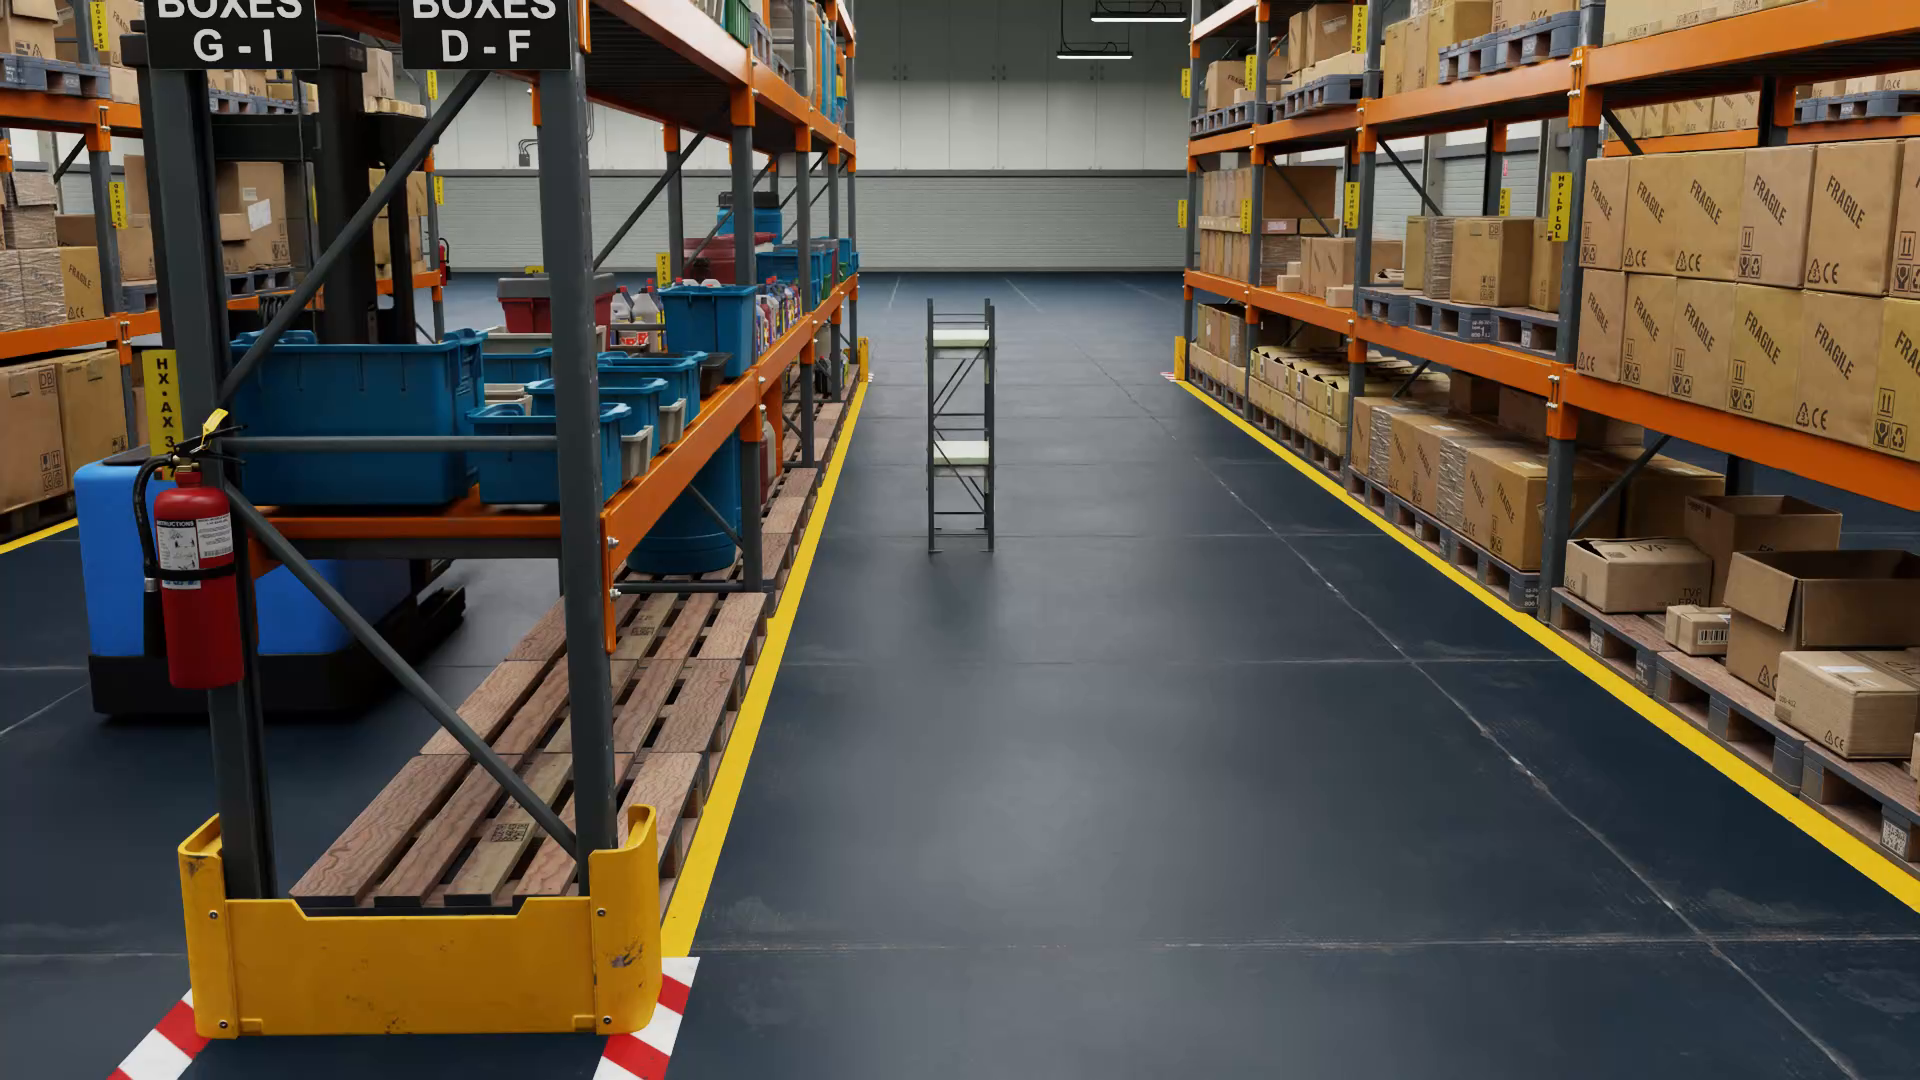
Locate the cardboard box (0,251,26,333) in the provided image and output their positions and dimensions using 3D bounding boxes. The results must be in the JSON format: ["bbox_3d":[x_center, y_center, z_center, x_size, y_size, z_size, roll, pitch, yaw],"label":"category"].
[{"bbox_3d":[-6.253,-1.553,10.416,0.500,0.500,0.500,-1,11,-3],"label":"cardboard box"}]

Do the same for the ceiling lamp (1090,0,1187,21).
[{"bbox_3d":[3.730,-12.484,34.778,2.000,3.185,0.800,0,11,-1],"label":"ceiling lamp"}]

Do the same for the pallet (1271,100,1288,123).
[{"bbox_3d":[3.324,-3.839,14.875,0.805,0.209,1.217,-1,11,-3],"label":"pallet"}]

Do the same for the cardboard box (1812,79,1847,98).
[{"bbox_3d":[8.176,-4.275,15.235,0.500,0.500,0.500,1,12,7],"label":"cardboard box"}]

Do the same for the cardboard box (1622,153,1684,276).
[{"bbox_3d":[3.197,-1.390,7.098,0.500,0.500,0.500,-1,11,-3],"label":"cardboard box"}]

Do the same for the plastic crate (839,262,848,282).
[{"bbox_3d":[-1.406,-2.786,17.279,0.450,0.188,0.662,0,11,-1],"label":"plastic crate"}]

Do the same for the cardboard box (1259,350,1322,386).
[{"bbox_3d":[3.057,-1.589,15.294,0.500,0.311,0.500,0,11,-2],"label":"cardboard box"}]

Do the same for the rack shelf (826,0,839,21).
[{"bbox_3d":[-1.619,-4.612,13.477,1.077,0.370,4.000,0,11,-1],"label":"rack shelf"}]

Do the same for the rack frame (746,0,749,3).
[{"bbox_3d":[-1.495,-3.968,7.487,1.000,3.000,0.127,0,11,-1],"label":"rack frame"}]

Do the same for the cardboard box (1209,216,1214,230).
[{"bbox_3d":[3.017,-3.569,18.724,0.380,0.149,0.250,0,11,-2],"label":"cardboard box"}]

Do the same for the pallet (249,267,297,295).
[{"bbox_3d":[-6.742,-2.352,15.089,1.003,0.211,1.213,0,11,-1],"label":"pallet"}]

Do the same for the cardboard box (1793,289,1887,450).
[{"bbox_3d":[3.240,-0.592,5.681,0.500,0.500,0.500,0,11,-1],"label":"cardboard box"}]

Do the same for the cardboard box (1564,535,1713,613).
[{"bbox_3d":[3.250,0.139,7.988,0.500,0.311,0.500,0,11,-1],"label":"cardboard box"}]

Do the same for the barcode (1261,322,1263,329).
[{"bbox_3d":[2.881,-2.047,15.869,0.001,0.075,0.075,0,11,-1],"label":"barcode"}]

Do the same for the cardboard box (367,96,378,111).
[{"bbox_3d":[-6.398,-4.618,17.608,0.380,0.149,0.250,-1,11,-4],"label":"cardboard box"}]

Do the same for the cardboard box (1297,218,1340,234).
[{"bbox_3d":[3.481,-3.059,16.211,0.380,0.149,0.250,0,11,-1],"label":"cardboard box"}]

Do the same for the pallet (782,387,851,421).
[{"bbox_3d":[-1.632,-1.386,16.858,1.003,0.211,1.213,0,11,-1],"label":"pallet"}]

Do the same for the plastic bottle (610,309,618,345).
[{"bbox_3d":[-1.826,-1.044,8.475,0.152,0.276,0.135,0,11,-1],"label":"plastic bottle"}]

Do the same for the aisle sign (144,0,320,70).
[{"bbox_3d":[-1.703,-1.492,3.829,0.394,0.787,0.004,0,11,-1],"label":"aisle sign"}]

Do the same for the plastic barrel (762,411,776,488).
[{"bbox_3d":[-1.449,-0.601,11.178,0.421,0.512,0.421,0,11,0],"label":"plastic barrel"}]

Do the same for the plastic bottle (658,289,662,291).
[{"bbox_3d":[-1.863,-1.400,10.225,0.152,0.276,0.135,0,11,-1],"label":"plastic bottle"}]

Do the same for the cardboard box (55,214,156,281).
[{"bbox_3d":[-6.692,-2.276,12.924,0.700,0.500,0.500,1,12,7],"label":"cardboard box"}]

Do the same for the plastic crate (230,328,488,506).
[{"bbox_3d":[-1.606,-0.346,4.479,0.616,0.435,0.499,0,11,-1],"label":"plastic crate"}]

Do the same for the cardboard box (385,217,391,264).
[{"bbox_3d":[-6.613,-3.280,18.184,0.875,0.500,0.500,0,11,-1],"label":"cardboard box"}]

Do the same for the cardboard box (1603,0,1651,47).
[{"bbox_3d":[3.220,-2.347,7.415,0.500,0.250,0.500,0,11,-1],"label":"cardboard box"}]

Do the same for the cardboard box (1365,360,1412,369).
[{"bbox_3d":[3.619,-1.389,14.312,0.500,0.311,0.500,0,11,-2],"label":"cardboard box"}]

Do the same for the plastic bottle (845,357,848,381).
[{"bbox_3d":[-1.286,-1.853,17.894,0.152,0.276,0.135,-1,11,-3],"label":"plastic bottle"}]

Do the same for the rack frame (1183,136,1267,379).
[{"bbox_3d":[3.210,-3.433,19.938,1.000,3.000,0.127,0,11,-1],"label":"rack frame"}]

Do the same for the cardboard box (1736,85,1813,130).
[{"bbox_3d":[7.987,-4.288,16.305,0.500,0.500,0.500,0,11,0],"label":"cardboard box"}]

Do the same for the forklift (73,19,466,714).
[{"bbox_3d":[-3.094,-0.967,7.953,1.130,2.935,3.031,-1,11,-3],"label":"forklift"}]

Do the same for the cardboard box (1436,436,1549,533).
[{"bbox_3d":[3.149,-0.333,9.838,0.500,0.500,0.500,0,11,0],"label":"cardboard box"}]

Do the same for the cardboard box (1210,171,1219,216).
[{"bbox_3d":[3.224,-3.910,18.774,0.700,0.500,0.500,-1,11,-3],"label":"cardboard box"}]

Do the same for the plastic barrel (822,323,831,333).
[{"bbox_3d":[-1.653,-2.270,19.403,0.421,0.512,0.421,0,11,0],"label":"plastic barrel"}]

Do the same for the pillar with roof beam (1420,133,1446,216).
[{"bbox_3d":[4.490,-8.627,30.448,9.100,9.000,0.400,0,11,-1],"label":"pillar with roof beam"}]

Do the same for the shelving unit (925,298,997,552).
[{"bbox_3d":[0.000,-0.736,10.417,0.431,1.500,0.755,0,11,-1],"label":"shelving unit"}]

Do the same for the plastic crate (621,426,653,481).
[{"bbox_3d":[-1.012,-0.248,4.749,0.250,0.136,0.298,0,11,-1],"label":"plastic crate"}]

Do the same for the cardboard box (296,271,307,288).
[{"bbox_3d":[-6.316,-2.519,16.063,0.380,0.149,0.250,0,11,-1],"label":"cardboard box"}]

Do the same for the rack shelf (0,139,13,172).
[{"bbox_3d":[-11.614,-4.113,17.553,1.077,0.370,4.000,0,11,-1],"label":"rack shelf"}]

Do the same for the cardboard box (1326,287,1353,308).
[{"bbox_3d":[3.080,-1.898,13.000,0.380,0.149,0.250,0,11,-1],"label":"cardboard box"}]

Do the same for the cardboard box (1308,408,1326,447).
[{"bbox_3d":[3.106,-0.907,13.346,0.500,0.250,0.500,0,11,-2],"label":"cardboard box"}]

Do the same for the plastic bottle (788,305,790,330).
[{"bbox_3d":[-1.139,-1.443,10.627,0.097,0.201,0.097,0,11,0],"label":"plastic bottle"}]

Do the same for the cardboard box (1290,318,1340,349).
[{"bbox_3d":[3.596,-1.957,16.636,0.500,0.500,0.500,0,11,-1],"label":"cardboard box"}]

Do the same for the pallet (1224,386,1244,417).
[{"bbox_3d":[3.318,-1.430,17.076,1.003,0.211,1.213,0,11,-1],"label":"pallet"}]

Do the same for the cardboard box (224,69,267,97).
[{"bbox_3d":[-6.701,-4.231,15.009,0.797,0.503,0.637,-1,11,-4],"label":"cardboard box"}]

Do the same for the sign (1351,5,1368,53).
[{"bbox_3d":[2.820,-3.605,11.738,0.100,0.325,0.005,0,11,-1],"label":"sign"}]

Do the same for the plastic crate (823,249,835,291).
[{"bbox_3d":[-1.326,-2.393,14.849,0.392,0.384,0.575,0,11,-1],"label":"plastic crate"}]

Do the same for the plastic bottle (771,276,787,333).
[{"bbox_3d":[-1.157,-1.462,10.343,0.144,0.351,0.185,0,11,-1],"label":"plastic bottle"}]

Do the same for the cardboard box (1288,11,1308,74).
[{"bbox_3d":[3.266,-4.485,15.014,0.500,0.500,0.500,0,11,0],"label":"cardboard box"}]

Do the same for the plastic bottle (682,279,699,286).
[{"bbox_3d":[-1.892,-1.675,11.584,0.152,0.276,0.135,0,11,-1],"label":"plastic bottle"}]

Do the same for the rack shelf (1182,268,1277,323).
[{"bbox_3d":[3.251,-2.683,18.050,1.077,0.370,4.000,0,11,-1],"label":"rack shelf"}]

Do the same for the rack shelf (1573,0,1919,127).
[{"bbox_3d":[3.499,-1.768,5.993,1.077,0.370,4.000,0,11,-1],"label":"rack shelf"}]

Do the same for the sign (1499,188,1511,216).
[{"bbox_3d":[3.917,-2.376,12.012,0.100,0.325,0.005,0,11,-1],"label":"sign"}]

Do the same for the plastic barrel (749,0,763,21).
[{"bbox_3d":[-1.390,-3.214,9.915,0.433,0.535,0.433,0,11,0],"label":"plastic barrel"}]

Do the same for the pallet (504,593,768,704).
[{"bbox_3d":[-1.441,0.484,7.641,1.003,0.211,1.213,0,11,-1],"label":"pallet"}]

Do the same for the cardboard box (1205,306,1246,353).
[{"bbox_3d":[3.034,-2.353,18.585,0.500,0.500,0.500,0,11,-1],"label":"cardboard box"}]

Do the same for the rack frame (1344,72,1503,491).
[{"bbox_3d":[3.375,-1.843,12.099,1.000,3.000,0.127,0,11,-1],"label":"rack frame"}]
